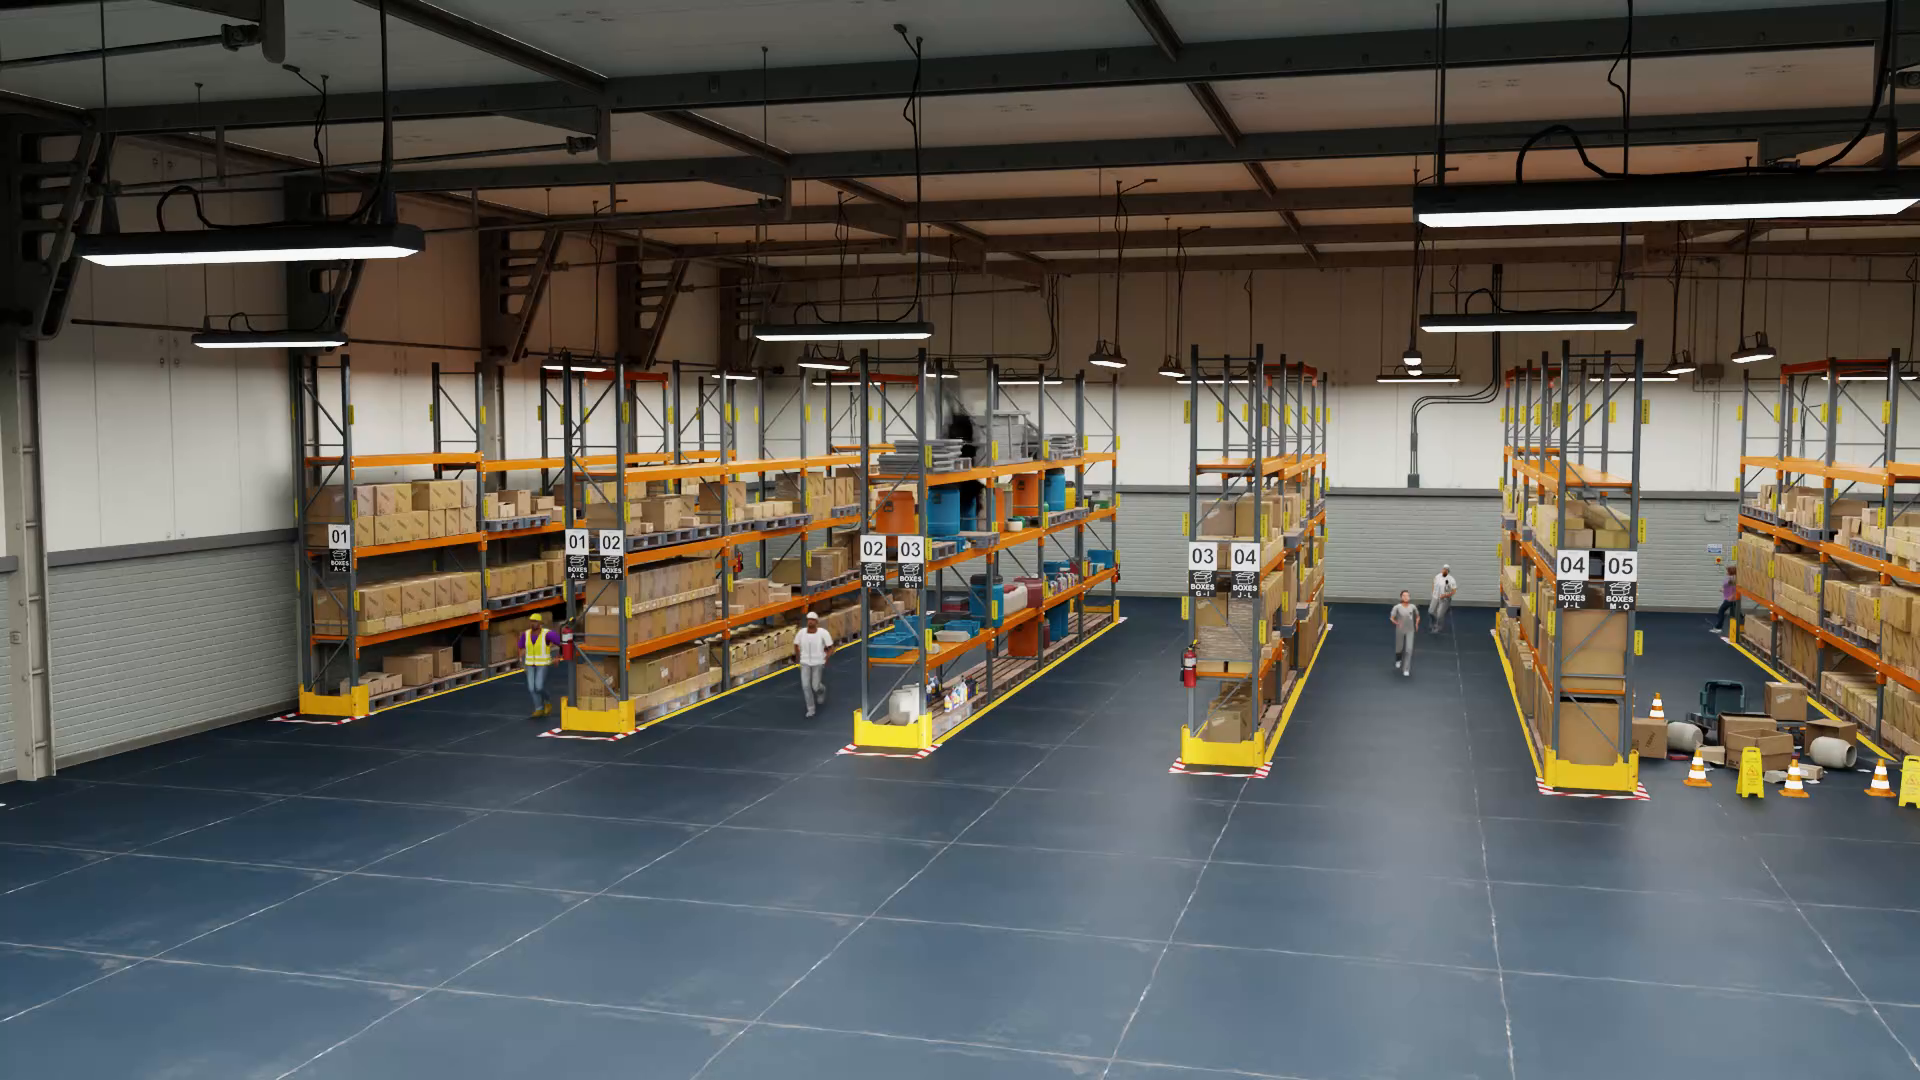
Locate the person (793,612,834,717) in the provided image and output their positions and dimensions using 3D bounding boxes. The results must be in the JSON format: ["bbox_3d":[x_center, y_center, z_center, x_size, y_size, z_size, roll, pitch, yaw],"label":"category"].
[{"bbox_3d":[-2.471,2.061,27.859,0.701,1.732,0.680,1,4,9],"label":"person"}]

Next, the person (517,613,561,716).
[{"bbox_3d":[-6.981,2.068,27.472,0.744,1.717,0.587,1,4,9],"label":"person"}]

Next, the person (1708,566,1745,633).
[{"bbox_3d":[17.547,1.362,37.909,0.866,1.576,0.610,2,5,28],"label":"person"}]

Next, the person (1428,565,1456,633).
[{"bbox_3d":[11.022,1.354,38.077,0.679,1.602,0.516,3,5,37],"label":"person"}]

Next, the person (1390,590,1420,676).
[{"bbox_3d":[8.596,1.779,32.092,0.574,1.624,0.747,1,4,8],"label":"person"}]
